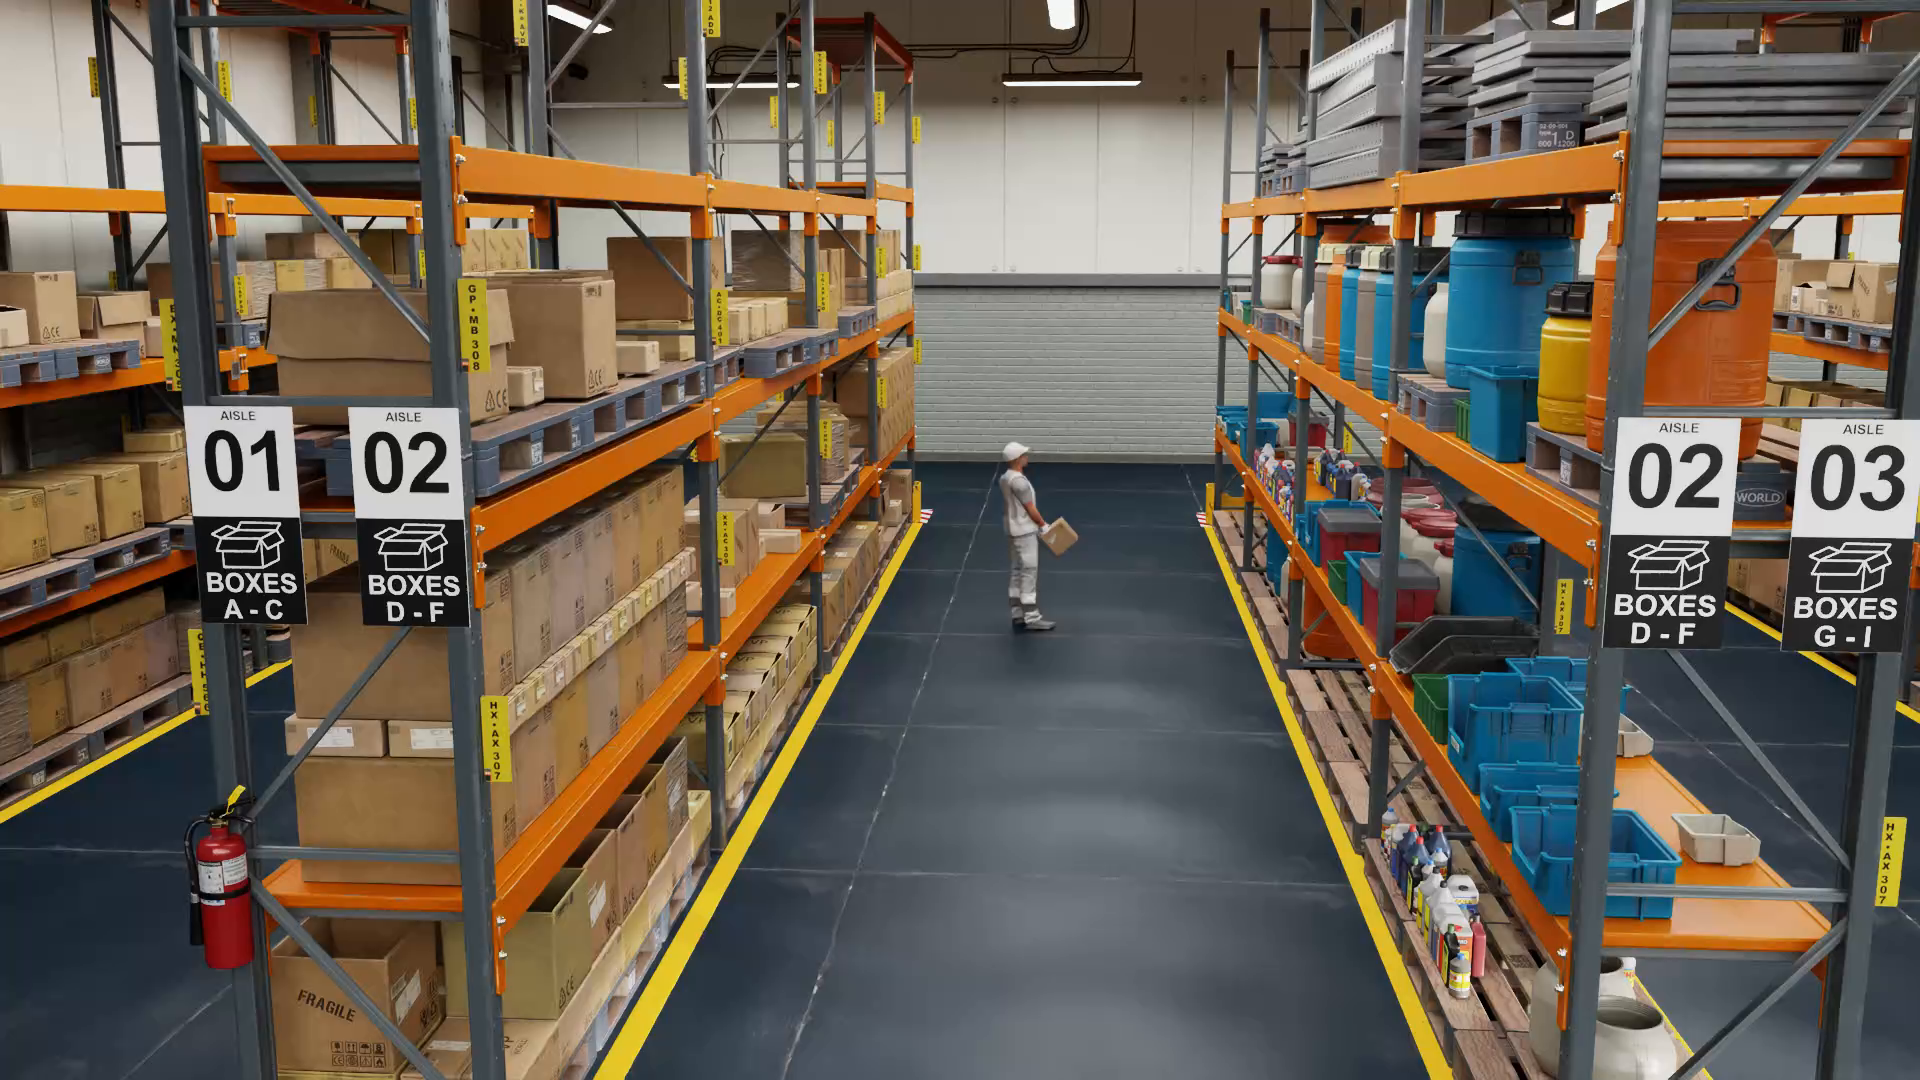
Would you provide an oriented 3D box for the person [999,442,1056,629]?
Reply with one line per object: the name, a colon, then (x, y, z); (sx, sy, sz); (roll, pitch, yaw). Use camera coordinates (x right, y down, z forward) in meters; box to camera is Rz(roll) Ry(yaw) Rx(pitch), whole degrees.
person: (0.651, -0.054, 16.102); (0.501, 1.795, 0.563); (-3, 11, -15)
